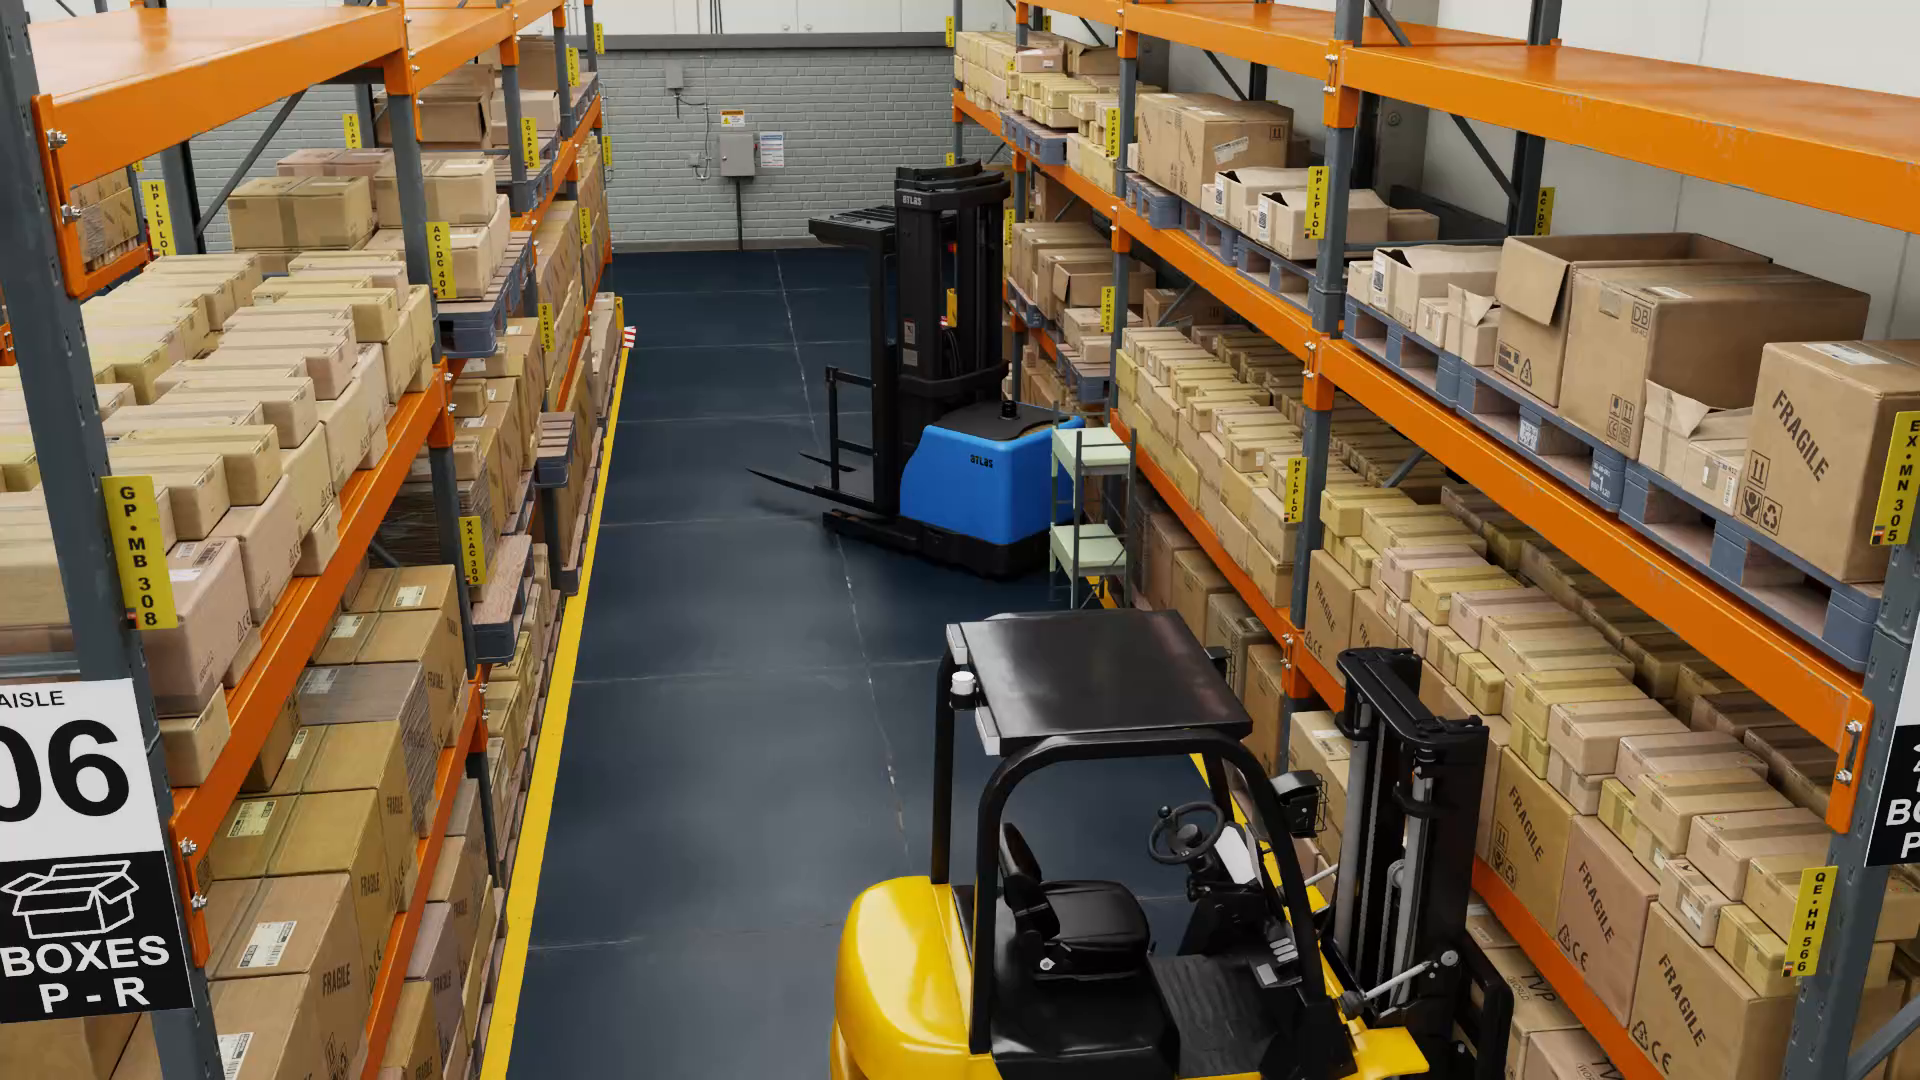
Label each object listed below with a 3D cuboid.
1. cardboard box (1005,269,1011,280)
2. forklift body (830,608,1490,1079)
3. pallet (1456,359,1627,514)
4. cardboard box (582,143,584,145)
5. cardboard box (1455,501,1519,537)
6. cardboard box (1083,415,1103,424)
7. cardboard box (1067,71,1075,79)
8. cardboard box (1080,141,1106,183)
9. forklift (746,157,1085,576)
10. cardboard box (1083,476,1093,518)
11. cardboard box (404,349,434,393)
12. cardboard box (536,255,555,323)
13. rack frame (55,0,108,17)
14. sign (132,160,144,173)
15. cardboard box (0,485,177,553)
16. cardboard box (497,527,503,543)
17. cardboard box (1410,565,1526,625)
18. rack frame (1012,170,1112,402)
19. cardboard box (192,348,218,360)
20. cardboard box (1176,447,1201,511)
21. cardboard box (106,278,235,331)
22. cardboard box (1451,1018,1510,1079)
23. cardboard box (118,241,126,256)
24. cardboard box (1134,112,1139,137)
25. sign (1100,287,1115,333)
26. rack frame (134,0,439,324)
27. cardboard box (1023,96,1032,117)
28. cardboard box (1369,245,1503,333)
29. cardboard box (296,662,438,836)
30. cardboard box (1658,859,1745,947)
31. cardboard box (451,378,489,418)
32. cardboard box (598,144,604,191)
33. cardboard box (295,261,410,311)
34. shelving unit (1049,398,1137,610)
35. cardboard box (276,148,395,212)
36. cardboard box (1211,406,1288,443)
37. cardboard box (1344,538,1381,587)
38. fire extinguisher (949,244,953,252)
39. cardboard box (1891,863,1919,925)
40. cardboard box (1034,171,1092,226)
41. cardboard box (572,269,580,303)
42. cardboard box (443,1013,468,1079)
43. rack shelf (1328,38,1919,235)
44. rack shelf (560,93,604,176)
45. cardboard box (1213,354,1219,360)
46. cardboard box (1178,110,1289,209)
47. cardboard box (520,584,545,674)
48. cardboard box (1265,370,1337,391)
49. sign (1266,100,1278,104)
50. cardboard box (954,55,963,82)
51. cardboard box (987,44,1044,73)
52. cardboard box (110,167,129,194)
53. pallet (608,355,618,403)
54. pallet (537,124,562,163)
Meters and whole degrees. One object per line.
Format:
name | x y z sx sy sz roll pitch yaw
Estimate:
cardboard box | 0.650 -2.606 16.265 0.380 0.149 0.250 -2 21 -6
forklift body | 0.656 1.451 6.257 2.313 2.155 1.214 -3 21 -8
pallet | 2.479 -0.415 5.880 1.003 0.211 1.213 -3 21 -8
cardboard box | -4.089 -4.020 17.193 0.380 0.149 0.250 -3 21 -8
cardboard box | 2.498 -0.073 7.629 0.380 0.149 0.250 -3 21 -9
cardboard box | 1.202 -0.920 13.437 0.380 0.149 0.250 -2 21 -6
cardboard box | 1.164 -4.109 14.835 0.380 0.149 0.250 -3 21 -9
cardboard box | 1.194 -2.826 12.423 0.500 0.250 0.500 -3 21 -8
forklift | -0.470 -1.517 13.088 3.031 2.935 1.130 17 26 38
cardboard box | 1.246 -0.487 13.205 0.500 0.500 0.500 -3 21 -9
cardboard box | -2.405 -0.709 6.899 0.380 0.149 0.250 -3 21 -7
cardboard box | -3.240 -1.770 12.096 0.500 0.500 0.500 -3 21 -8
rack frame | -9.367 -6.196 16.944 1.000 3.000 0.127 -3 21 -8
sign | -8.815 -4.097 17.792 0.100 0.325 0.005 -3 21 -8
cardboard box | -2.078 -0.011 3.892 0.380 0.149 0.250 -3 21 -8
cardboard box | -2.660 -0.074 8.886 0.380 0.149 0.250 -3 21 -7
cardboard box | 2.083 0.225 6.832 0.380 0.149 0.250 -3 21 -9
rack frame | 1.005 -2.537 15.721 1.000 3.000 0.127 -3 21 -8
cardboard box | -2.818 -0.471 5.693 0.500 0.250 0.500 -3 21 -7
cardboard box | 1.626 -0.384 10.171 0.500 0.250 0.500 -2 21 -6
cardboard box | -2.935 -0.870 6.192 0.380 0.149 0.250 -4 21 -10
cardboard box | 2.198 1.970 6.268 0.500 0.250 0.500 -3 21 -9
cardboard box | -9.041 -3.081 17.538 0.380 0.149 0.250 -3 21 -8
cardboard box | 1.239 -2.917 11.672 0.380 0.149 0.250 -2 21 -6
sign | 1.046 -1.627 11.742 0.100 0.325 0.005 -3 21 -8
rack frame | -2.753 -2.326 6.582 1.000 3.000 0.127 -3 21 -8
cardboard box | 0.743 -3.678 14.106 0.380 0.149 0.250 -3 21 -7
cardboard box | 2.037 -1.074 6.901 0.500 0.311 0.500 -2 21 -7
cardboard box | -2.283 0.797 6.227 0.500 0.500 0.500 -2 21 -6
cardboard box | 2.341 1.074 4.983 0.380 0.149 0.250 -3 21 -7
cardboard box | -2.729 -0.754 8.852 0.380 0.149 0.250 -2 21 -5
cardboard box | -4.178 -4.030 18.148 0.500 0.500 0.500 -2 21 -6
cardboard box | -2.378 -0.992 6.516 0.380 0.149 0.250 -3 21 -9
shelving unit | 0.902 -0.144 11.457 0.431 1.500 0.755 -3 21 -8
cardboard box | -3.132 -1.828 8.435 0.500 0.250 0.500 -3 21 -7
cardboard box | 1.676 -0.666 9.641 0.380 0.149 0.250 -3 21 -7
cardboard box | 1.983 0.096 7.603 0.380 0.149 0.250 -2 21 -6
fire extinguisher | -0.050 -3.738 19.582 0.296 0.674 0.183 -3 21 -8
cardboard box | 2.898 1.001 4.754 0.380 0.149 0.250 -3 21 -9
cardboard box | 1.054 -3.486 16.981 0.500 0.500 0.500 -3 21 -9
cardboard box | -3.523 -2.136 14.148 0.500 0.250 0.500 -2 21 -6
cardboard box | -2.247 2.127 6.563 0.500 0.250 0.500 -3 21 -7
rack shelf | 2.447 -1.361 5.597 1.077 0.370 4.000 -3 21 -8
rack shelf | -4.195 -4.046 16.503 1.077 0.370 4.000 -3 21 -8
cardboard box | 1.921 -1.174 11.573 0.500 0.250 0.500 -2 21 -7
cardboard box | 1.592 -2.232 9.732 0.500 0.500 0.500 -2 21 -6
cardboard box | -3.144 0.585 10.518 0.950 0.372 0.625 -3 21 -9
cardboard box | 2.138 -0.964 10.441 0.380 0.149 0.250 -3 21 -9
sign | 2.132 -2.862 11.451 0.100 0.325 0.005 -3 21 -8
cardboard box | 0.222 -5.229 18.430 0.500 0.250 0.500 -3 21 -8
cardboard box | 0.547 -4.759 16.459 0.500 0.250 0.500 -3 21 -7
cardboard box | -9.055 -3.894 17.358 0.500 0.500 0.500 -3 21 -9
pallet | -4.118 -1.669 17.384 1.003 0.211 1.213 -3 21 -8
pallet | -3.725 -3.286 13.713 0.805 0.209 1.217 -4 21 -10
